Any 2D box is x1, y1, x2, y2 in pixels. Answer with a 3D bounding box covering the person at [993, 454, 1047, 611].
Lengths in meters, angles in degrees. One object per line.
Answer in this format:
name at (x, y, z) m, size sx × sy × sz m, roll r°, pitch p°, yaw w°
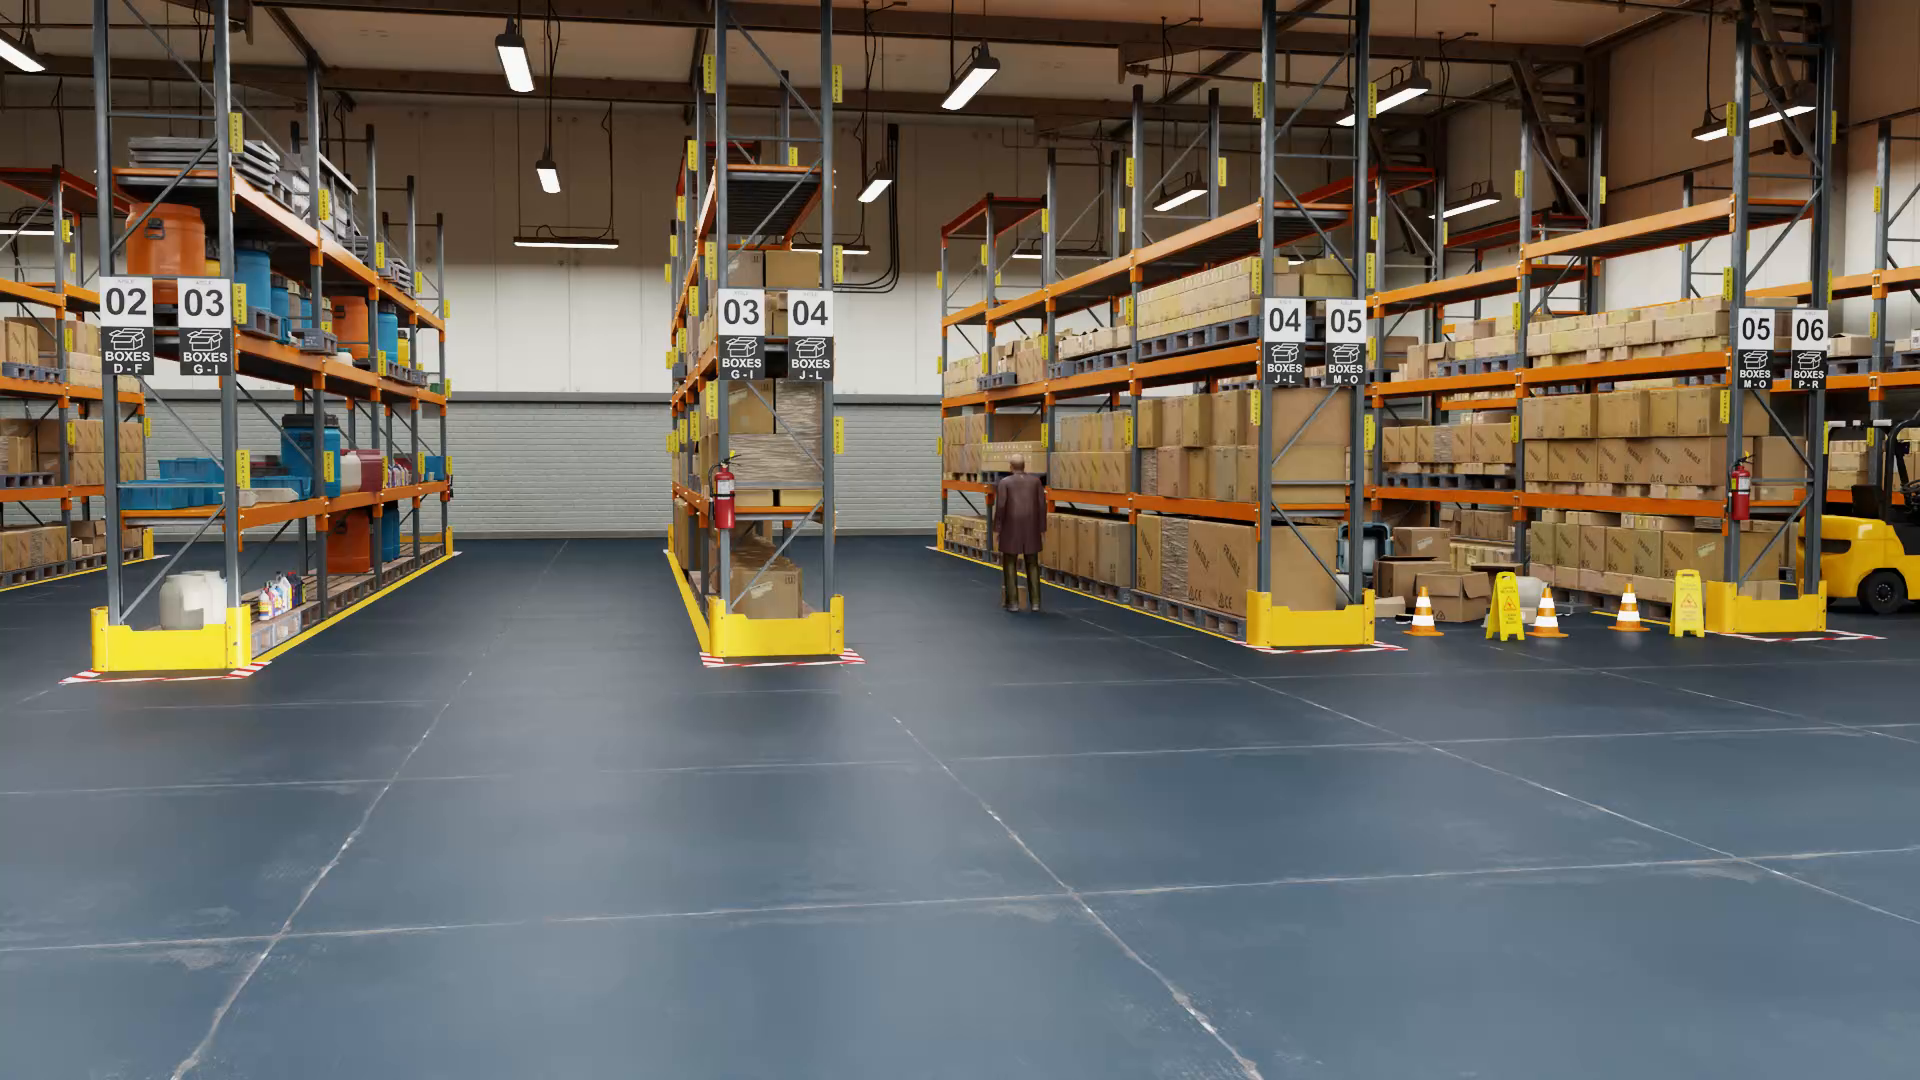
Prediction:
person at (0.677, -0.085, 18.798) m, size 0.637 × 1.772 × 0.428 m, roll -1°, pitch 3°, yaw -14°
